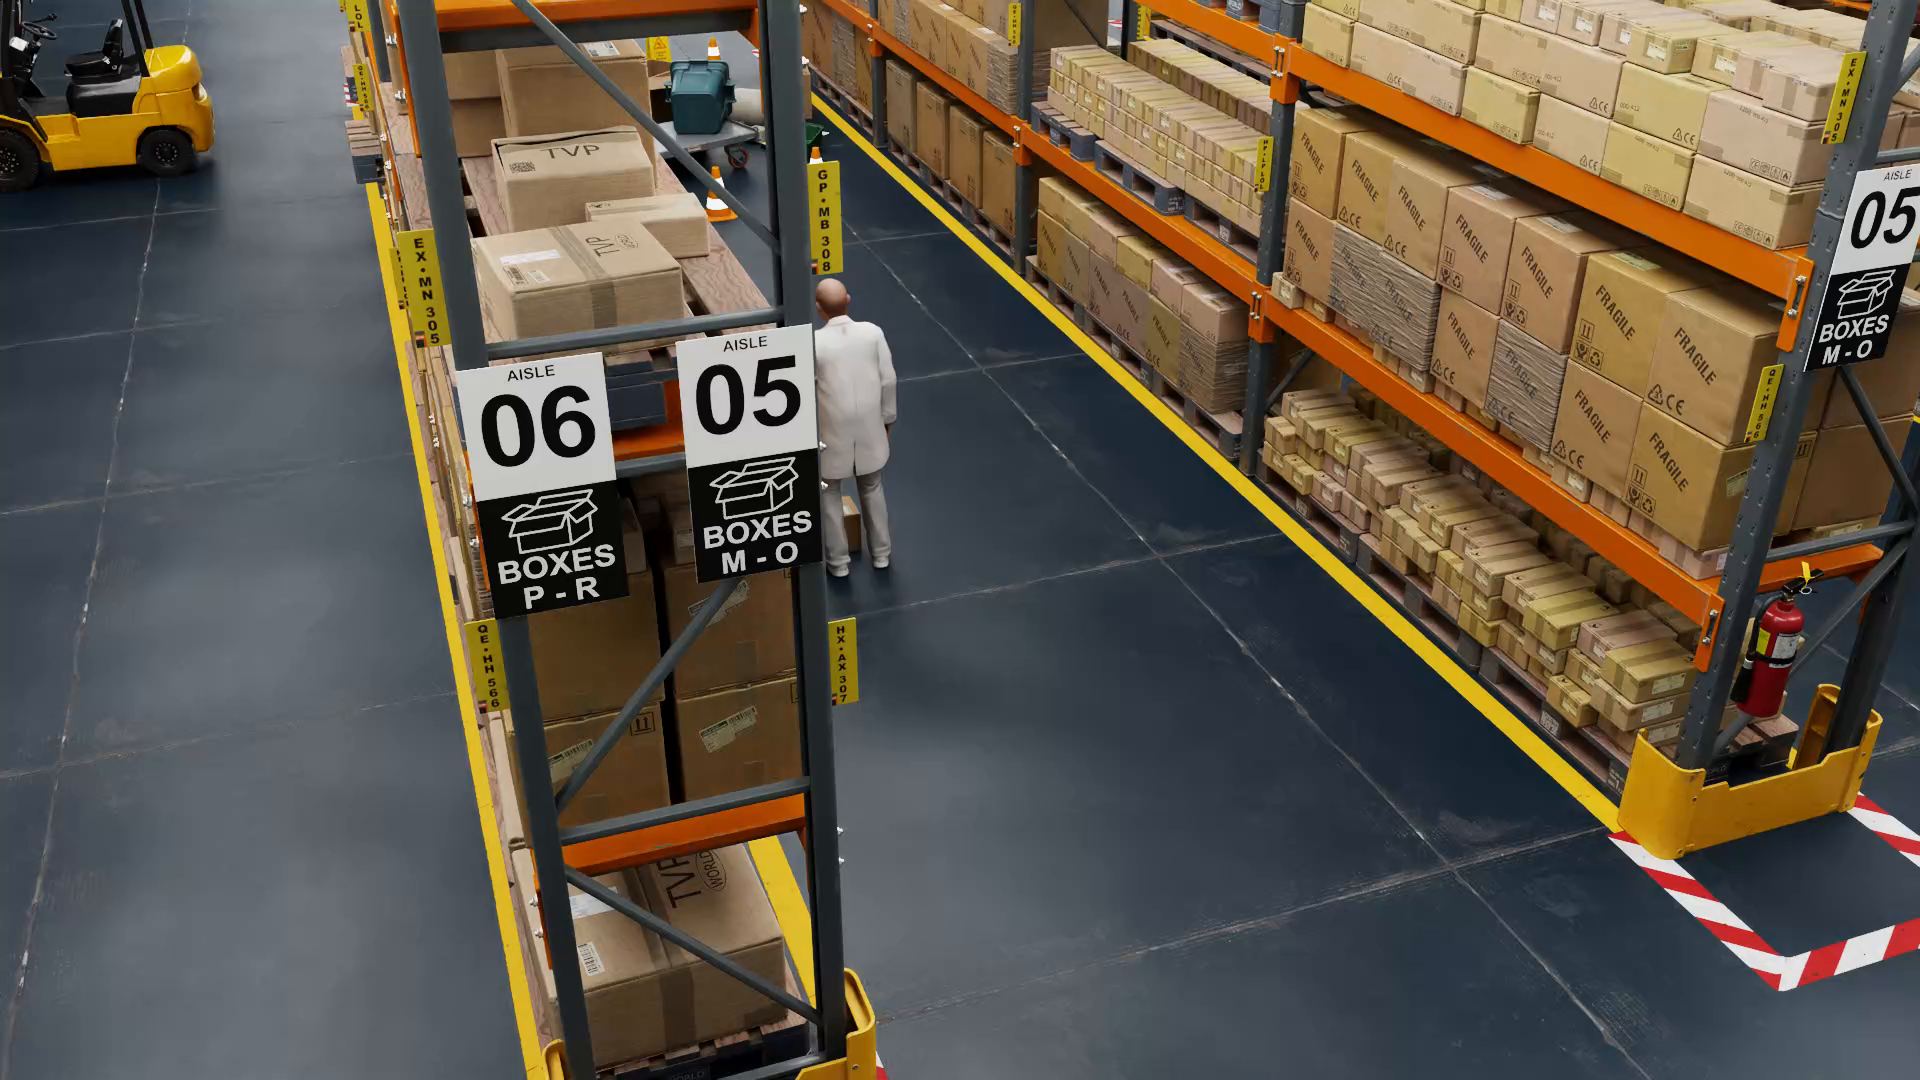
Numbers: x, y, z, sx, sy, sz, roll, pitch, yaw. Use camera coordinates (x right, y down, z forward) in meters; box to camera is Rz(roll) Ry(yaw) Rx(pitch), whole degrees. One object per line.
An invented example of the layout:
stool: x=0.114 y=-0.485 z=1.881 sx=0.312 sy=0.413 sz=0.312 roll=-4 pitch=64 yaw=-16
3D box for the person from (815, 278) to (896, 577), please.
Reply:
person: x=-0.666 y=-0.635 z=9.492 sx=0.646 sy=1.772 sz=0.429 roll=-12 pitch=32 yaw=-21
